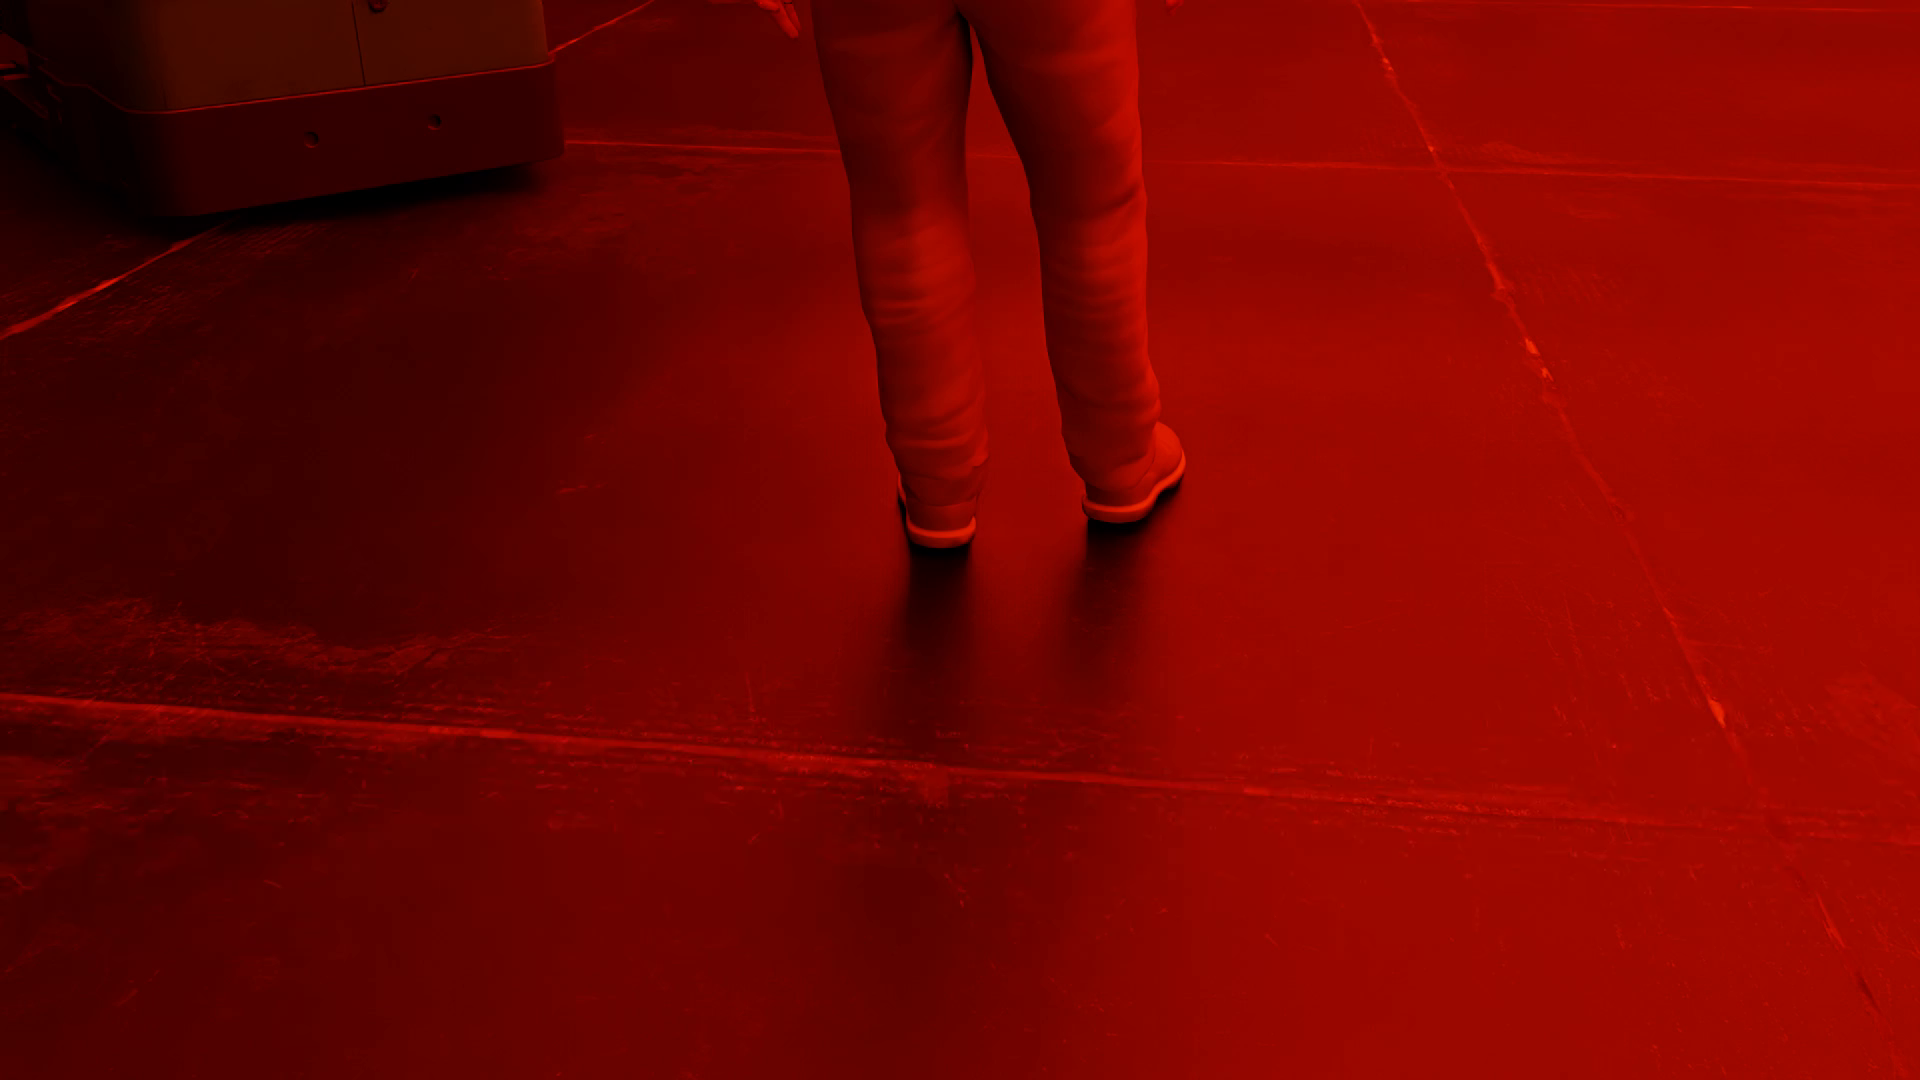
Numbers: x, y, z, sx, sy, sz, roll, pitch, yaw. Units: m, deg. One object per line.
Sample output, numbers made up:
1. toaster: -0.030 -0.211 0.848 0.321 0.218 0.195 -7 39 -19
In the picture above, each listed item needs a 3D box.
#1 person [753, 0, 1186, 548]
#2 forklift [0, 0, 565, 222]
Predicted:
1. person: 0.023 -0.819 2.189 0.641 1.727 0.550 3 27 7
2. forklift: -2.341 -2.647 4.523 1.130 2.935 3.031 -19 32 -33
